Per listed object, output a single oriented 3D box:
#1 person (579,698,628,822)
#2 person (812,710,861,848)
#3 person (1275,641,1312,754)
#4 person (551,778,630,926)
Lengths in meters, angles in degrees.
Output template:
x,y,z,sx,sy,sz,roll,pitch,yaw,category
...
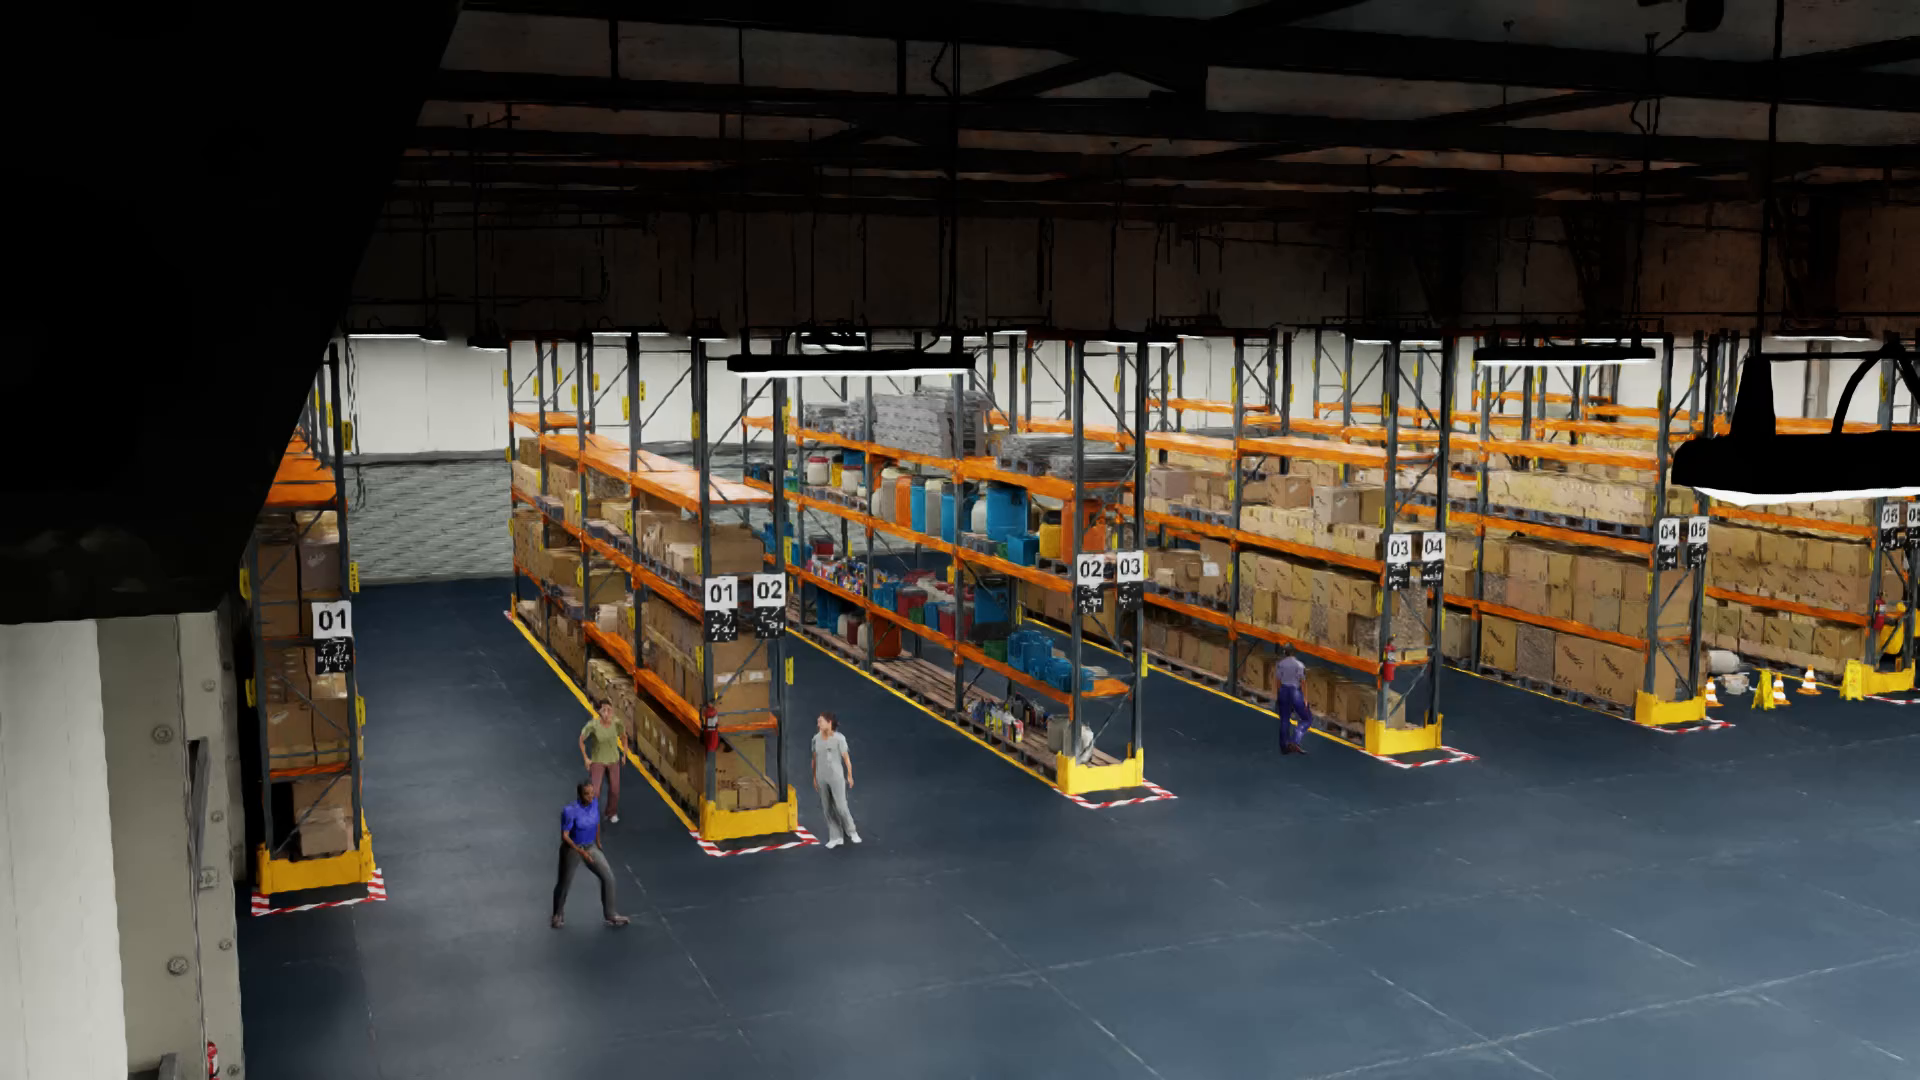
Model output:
x,y,z,sx,sy,sz,roll,pitch,yaw,category
-4.420,2.741,20.644,0.598,1.619,0.507,-4,9,-24,person
-1.472,2.830,19.775,0.592,1.656,0.443,3,8,21,person
4.774,2.277,23.904,0.539,1.645,0.437,6,10,36,person
-3.891,3.212,17.192,0.624,1.599,0.776,-7,10,-42,person
